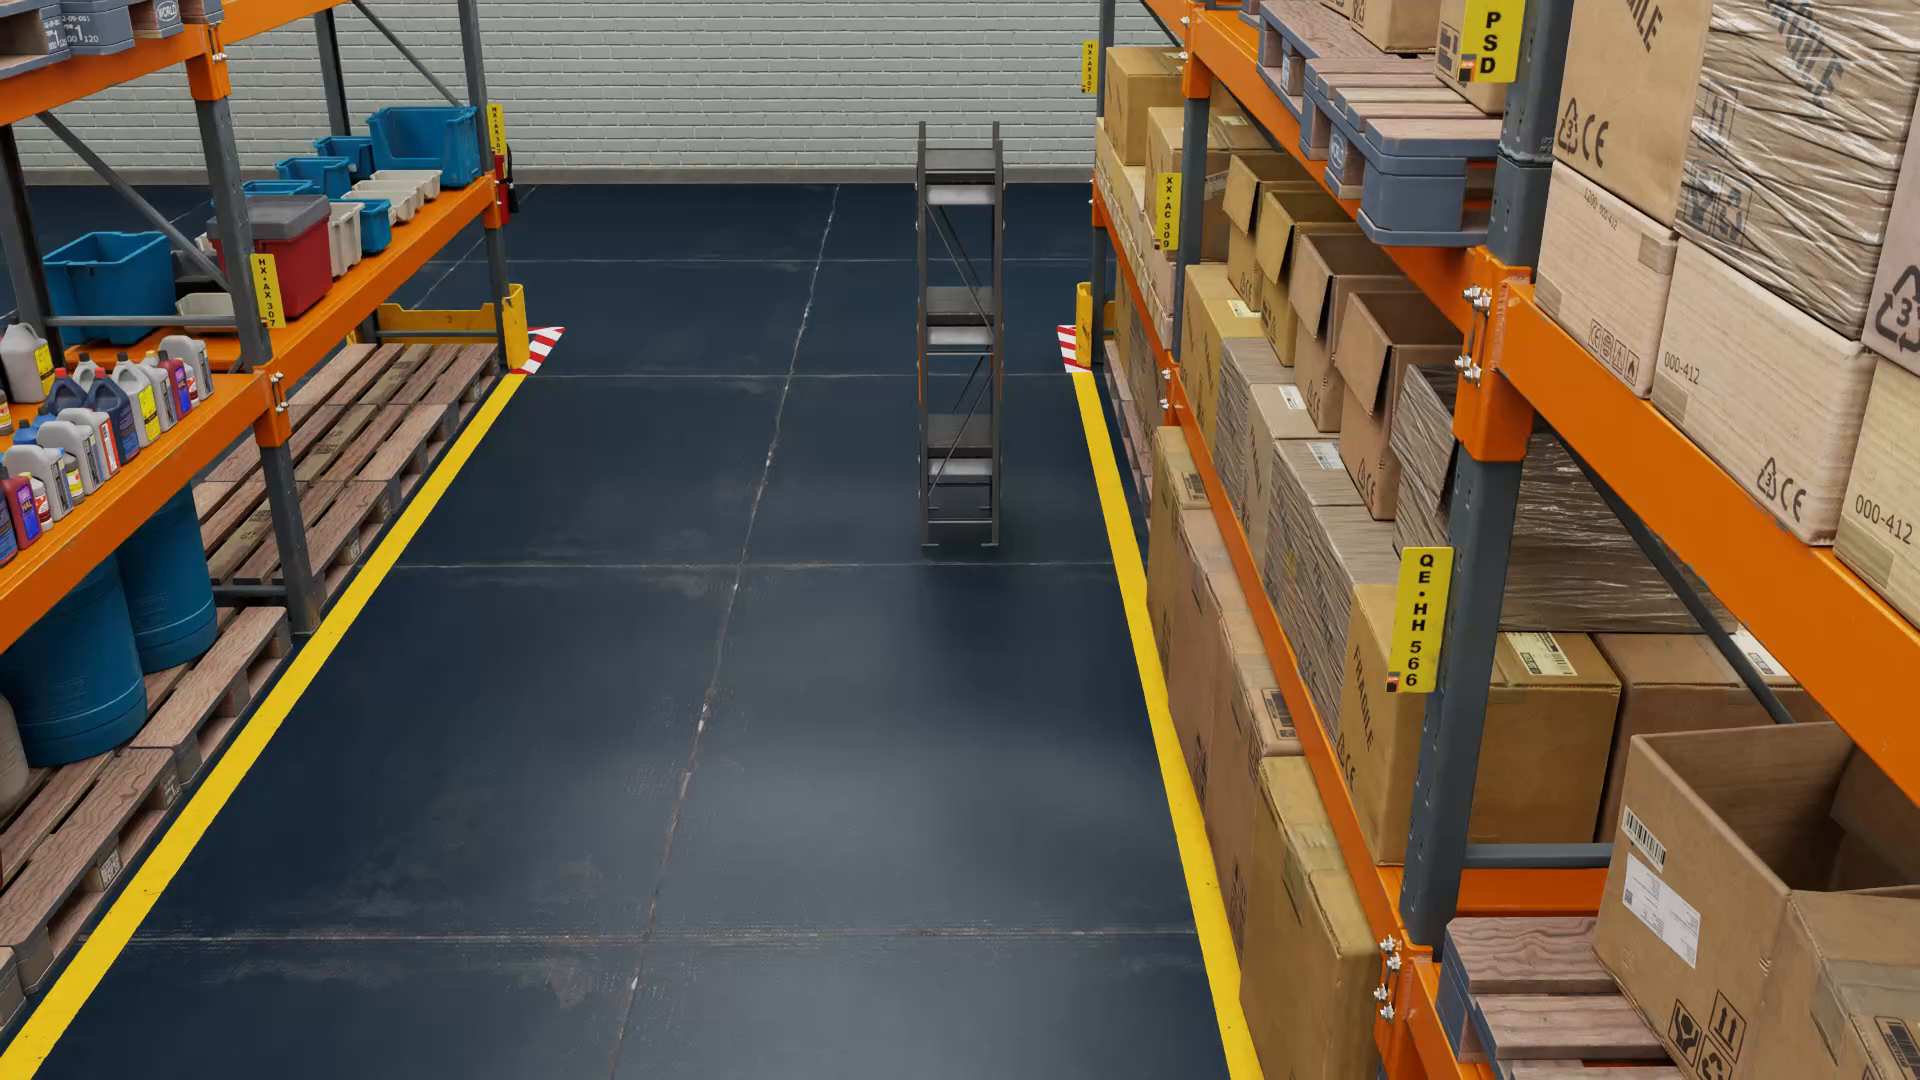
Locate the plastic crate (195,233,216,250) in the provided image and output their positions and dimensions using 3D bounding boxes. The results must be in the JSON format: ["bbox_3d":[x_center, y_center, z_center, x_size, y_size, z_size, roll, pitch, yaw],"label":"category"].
[{"bbox_3d":[-3.838,-1.562,8.811,0.293,0.136,0.466,0,24,-1],"label":"plastic crate"}]

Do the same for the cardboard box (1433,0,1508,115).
[{"bbox_3d":[1.399,-1.169,3.420,0.797,0.503,0.637,1,24,3],"label":"cardboard box"}]

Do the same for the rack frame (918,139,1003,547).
[{"bbox_3d":[0.001,-0.924,8.246,0.400,2.100,0.015,0,24,-1],"label":"rack frame"}]

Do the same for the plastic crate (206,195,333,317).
[{"bbox_3d":[-3.278,-1.364,7.976,0.402,0.464,0.583,0,24,-1],"label":"plastic crate"}]

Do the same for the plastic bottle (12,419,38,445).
[{"bbox_3d":[-3.305,-0.297,5.923,0.097,0.271,0.097,0,24,0],"label":"plastic bottle"}]

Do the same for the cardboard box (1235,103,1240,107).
[{"bbox_3d":[1.676,-1.986,8.412,0.500,0.500,0.500,-1,24,-2],"label":"cardboard box"}]

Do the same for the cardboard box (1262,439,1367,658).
[{"bbox_3d":[1.216,0.020,4.944,0.500,0.500,0.500,-1,24,-2],"label":"cardboard box"}]

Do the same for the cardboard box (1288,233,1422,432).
[{"bbox_3d":[1.468,-0.662,5.234,0.797,0.503,0.637,1,24,1],"label":"cardboard box"}]

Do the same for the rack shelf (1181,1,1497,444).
[{"bbox_3d":[1.456,-1.176,4.943,1.077,0.370,4.000,0,24,-1],"label":"rack shelf"}]

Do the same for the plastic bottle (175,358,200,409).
[{"bbox_3d":[-3.162,-0.640,6.765,0.097,0.201,0.097,0,24,0],"label":"plastic bottle"}]

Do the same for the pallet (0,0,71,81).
[{"bbox_3d":[-3.397,-1.430,4.860,1.003,0.211,1.213,0,24,-1],"label":"pallet"}]

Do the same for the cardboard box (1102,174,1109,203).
[{"bbox_3d":[1.072,-2.136,10.137,0.380,0.149,0.250,-1,24,-2],"label":"cardboard box"}]

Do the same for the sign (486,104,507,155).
[{"bbox_3d":[-3.012,-2.671,10.817,0.100,0.325,0.005,0,24,-1],"label":"sign"}]

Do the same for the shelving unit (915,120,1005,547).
[{"bbox_3d":[-0.002,-1.025,8.468,0.431,2.100,0.503,0,24,-1],"label":"shelving unit"}]

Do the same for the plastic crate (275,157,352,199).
[{"bbox_3d":[-3.882,-2.164,10.024,0.416,0.233,0.300,0,24,-1],"label":"plastic crate"}]

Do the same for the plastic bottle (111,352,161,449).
[{"bbox_3d":[-3.181,-0.539,6.362,0.144,0.351,0.185,0,24,-1],"label":"plastic bottle"}]

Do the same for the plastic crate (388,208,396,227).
[{"bbox_3d":[-3.334,-1.803,9.344,0.298,0.136,0.250,0,24,-1],"label":"plastic crate"}]

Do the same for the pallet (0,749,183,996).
[{"bbox_3d":[-3.536,1.154,5.943,1.003,0.211,1.213,0,24,-1],"label":"pallet"}]

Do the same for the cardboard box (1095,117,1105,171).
[{"bbox_3d":[1.126,-2.477,10.409,0.500,0.250,0.500,-1,24,-2],"label":"cardboard box"}]

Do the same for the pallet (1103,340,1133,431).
[{"bbox_3d":[1.477,-1.010,10.726,1.003,0.211,1.213,0,24,-1],"label":"pallet"}]

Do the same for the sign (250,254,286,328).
[{"bbox_3d":[-2.969,-1.067,7.132,0.100,0.325,0.005,0,24,-1],"label":"sign"}]

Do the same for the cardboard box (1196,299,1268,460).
[{"bbox_3d":[1.195,-0.609,6.335,0.500,0.500,0.500,0,24,0],"label":"cardboard box"}]

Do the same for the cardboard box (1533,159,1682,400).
[{"bbox_3d":[1.228,-0.416,2.573,0.500,0.250,0.500,0,24,0],"label":"cardboard box"}]

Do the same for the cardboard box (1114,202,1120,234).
[{"bbox_3d":[1.081,-1.817,9.433,0.380,0.149,0.250,-1,24,-1],"label":"cardboard box"}]

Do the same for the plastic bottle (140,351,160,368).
[{"bbox_3d":[-3.316,-0.679,6.853,0.097,0.201,0.097,0,24,0],"label":"plastic bottle"}]

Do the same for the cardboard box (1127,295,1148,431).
[{"bbox_3d":[1.487,-1.194,9.819,0.875,0.875,0.875,0,24,-1],"label":"cardboard box"}]

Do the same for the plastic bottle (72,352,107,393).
[{"bbox_3d":[-3.326,-0.538,6.360,0.144,0.351,0.185,0,24,-1],"label":"plastic bottle"}]

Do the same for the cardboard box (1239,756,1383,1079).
[{"bbox_3d":[1.491,1.180,4.571,1.225,0.875,0.875,-1,24,-3],"label":"cardboard box"}]

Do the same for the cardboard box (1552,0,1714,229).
[{"bbox_3d":[1.226,-0.758,2.418,0.500,0.500,0.500,0,24,0],"label":"cardboard box"}]

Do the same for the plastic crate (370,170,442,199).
[{"bbox_3d":[-3.372,-2.159,10.131,0.396,0.136,0.243,0,24,-1],"label":"plastic crate"}]

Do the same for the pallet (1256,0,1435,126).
[{"bbox_3d":[1.402,-1.319,4.616,1.003,0.211,1.213,1,24,2],"label":"pallet"}]

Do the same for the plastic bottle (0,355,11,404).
[{"bbox_3d":[-3.940,-0.678,6.750,0.061,0.283,0.133,0,24,-1],"label":"plastic bottle"}]

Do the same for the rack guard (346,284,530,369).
[{"bbox_3d":[-3.576,-1.458,11.367,1.175,0.500,0.348,0,24,-1],"label":"rack guard"}]

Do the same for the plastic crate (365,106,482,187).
[{"bbox_3d":[-3.372,-2.493,10.507,0.616,0.435,0.499,0,24,-1],"label":"plastic crate"}]

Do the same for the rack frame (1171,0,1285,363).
[{"bbox_3d":[1.434,-0.961,7.235,1.000,3.000,0.127,0,24,-1],"label":"rack frame"}]

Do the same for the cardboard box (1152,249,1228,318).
[{"bbox_3d":[1.167,-1.209,7.604,0.500,0.250,0.500,-1,24,-2],"label":"cardboard box"}]

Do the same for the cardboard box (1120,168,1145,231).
[{"bbox_3d":[1.151,-1.841,9.002,0.500,0.250,0.500,-1,24,-2],"label":"cardboard box"}]

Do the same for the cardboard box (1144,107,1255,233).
[{"bbox_3d":[1.160,-1.765,7.923,0.500,0.500,0.500,0,24,0],"label":"cardboard box"}]

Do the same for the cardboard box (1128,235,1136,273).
[{"bbox_3d":[1.089,-1.500,8.732,0.380,0.149,0.250,-1,24,-1],"label":"cardboard box"}]

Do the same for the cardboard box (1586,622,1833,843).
[{"bbox_3d":[1.744,0.440,4.015,0.500,0.500,0.500,0,24,1],"label":"cardboard box"}]

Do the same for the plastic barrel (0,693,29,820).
[{"bbox_3d":[-3.605,0.753,5.955,0.421,0.512,0.421,0,24,0],"label":"plastic barrel"}]

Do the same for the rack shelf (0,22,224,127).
[{"bbox_3d":[-3.497,-1.154,4.894,1.077,0.370,4.000,0,24,-1],"label":"rack shelf"}]

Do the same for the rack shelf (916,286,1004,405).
[{"bbox_3d":[-0.002,-1.012,8.474,0.431,0.518,0.480,0,24,-1],"label":"rack shelf"}]

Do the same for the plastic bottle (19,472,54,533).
[{"bbox_3d":[-3.149,-0.130,5.639,0.097,0.201,0.097,0,24,0],"label":"plastic bottle"}]

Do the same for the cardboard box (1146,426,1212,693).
[{"bbox_3d":[1.461,0.079,7.003,1.225,0.875,0.875,0,24,0],"label":"cardboard box"}]

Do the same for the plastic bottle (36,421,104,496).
[{"bbox_3d":[-3.180,-0.307,5.940,0.152,0.276,0.135,0,24,-1],"label":"plastic bottle"}]

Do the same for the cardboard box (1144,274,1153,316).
[{"bbox_3d":[1.097,-1.183,8.030,0.380,0.149,0.250,-1,24,-1],"label":"cardboard box"}]

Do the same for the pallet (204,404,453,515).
[{"bbox_3d":[-3.582,-0.475,9.544,1.003,0.211,1.213,0,24,-1],"label":"pallet"}]

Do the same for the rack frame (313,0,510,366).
[{"bbox_3d":[-3.562,-2.587,10.830,1.000,3.000,0.127,0,24,-1],"label":"rack frame"}]

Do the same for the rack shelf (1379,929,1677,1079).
[{"bbox_3d":[1.499,1.839,1.917,1.077,0.370,4.000,0,24,-1],"label":"rack shelf"}]
